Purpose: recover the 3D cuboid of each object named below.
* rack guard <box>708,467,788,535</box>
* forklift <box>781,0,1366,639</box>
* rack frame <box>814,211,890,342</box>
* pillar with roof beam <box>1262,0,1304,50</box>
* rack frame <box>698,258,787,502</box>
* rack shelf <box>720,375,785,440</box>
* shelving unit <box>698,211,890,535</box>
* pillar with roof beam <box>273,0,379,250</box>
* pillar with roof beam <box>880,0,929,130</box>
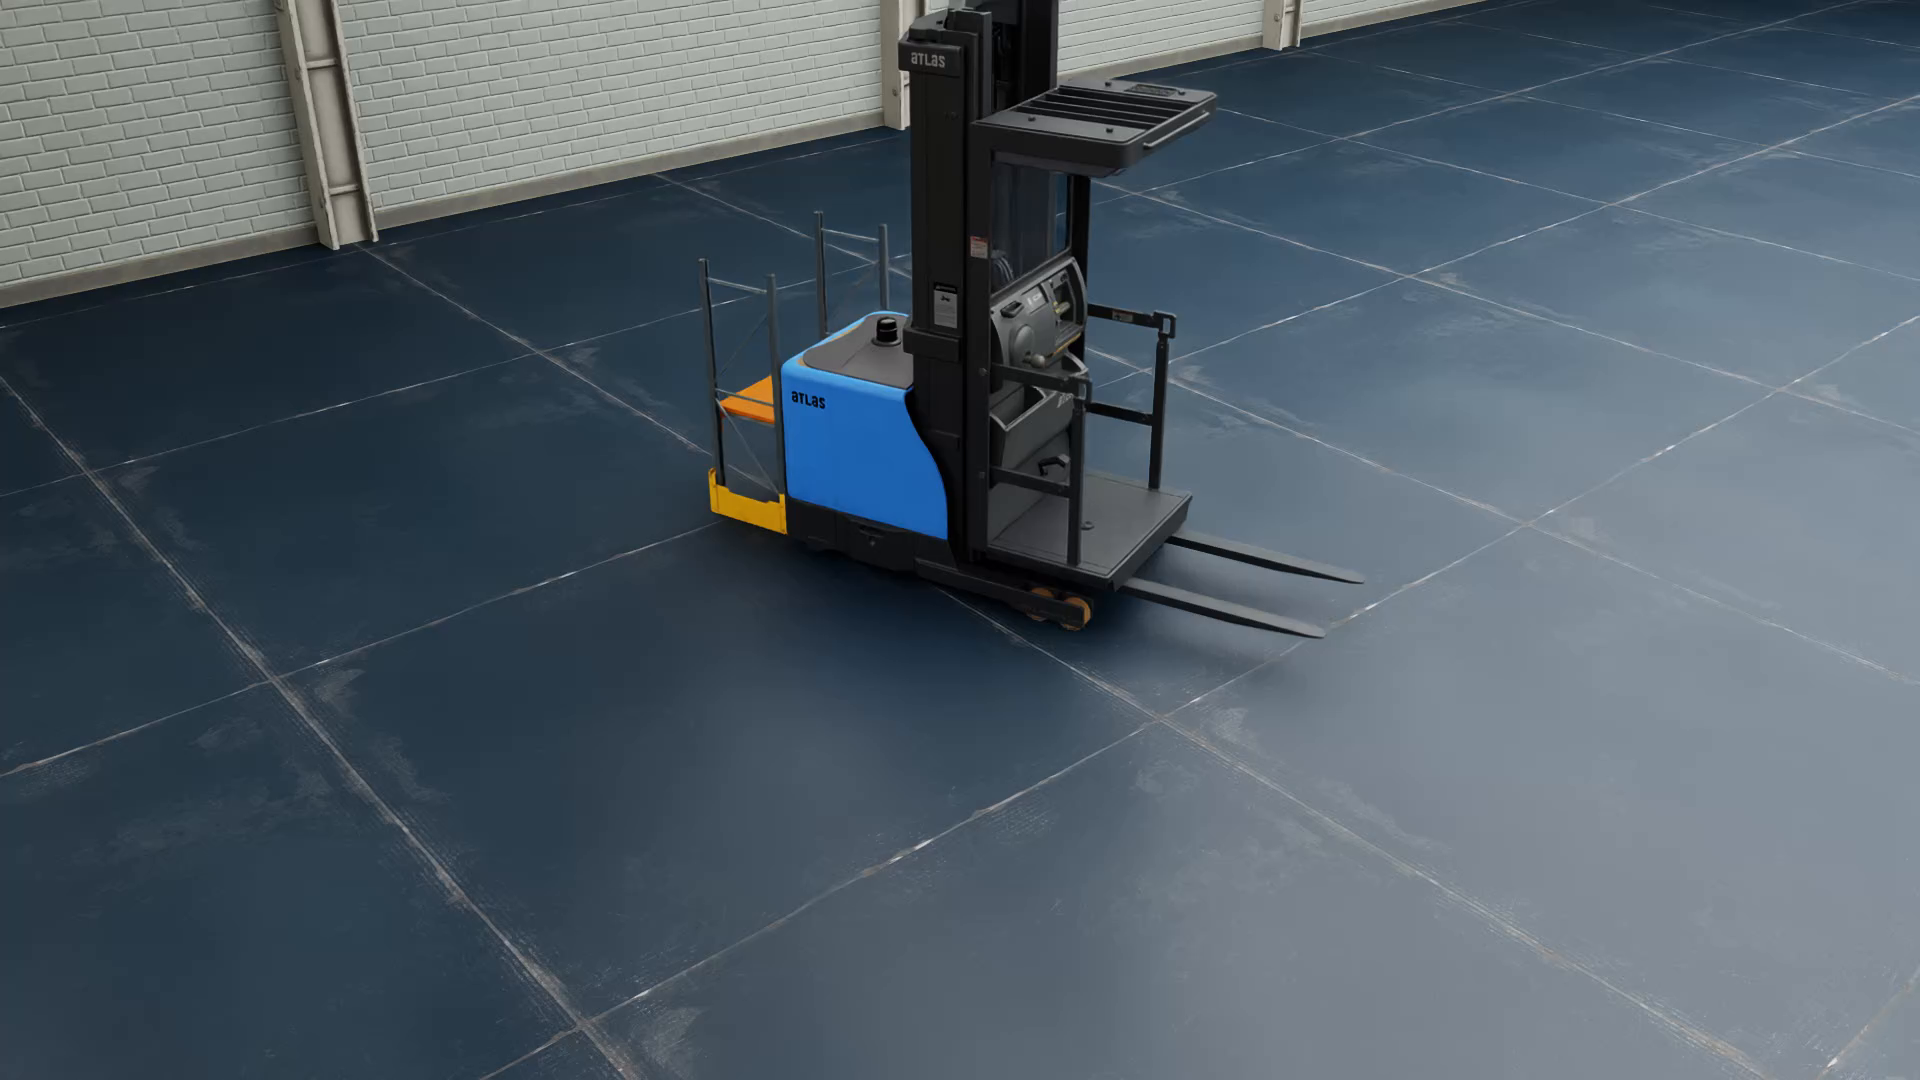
[{"bbox_3d":[-1.170,-0.221,9.395,0.587,0.250,0.087,16,32,29],"label":"rack guard"},{"bbox_3d":[0.579,-1.121,8.238,3.031,2.935,1.130,15,32,26],"label":"forklift"},{"bbox_3d":[-0.625,-1.176,9.856,0.500,1.500,0.032,16,32,29],"label":"rack frame"},{"bbox_3d":[6.799,-8.605,15.805,0.400,9.000,9.100,-22,35,-35],"label":"pillar with roof beam"},{"bbox_3d":[-1.174,-0.773,9.101,0.500,1.500,0.032,16,32,29],"label":"rack frame"},{"bbox_3d":[-0.898,-0.816,9.563,0.538,0.185,1.000,16,32,29],"label":"rack shelf"},{"bbox_3d":[-0.904,-0.971,9.472,0.587,1.500,1.083,16,32,29],"label":"shelving unit"},{"bbox_3d":[-2.330,-4.934,8.935,0.400,9.000,9.100,-22,35,-35],"label":"pillar with roof beam"},{"bbox_3d":[2.234,-6.770,12.370,0.400,9.000,9.100,-22,35,-35],"label":"pillar with roof beam"}]
